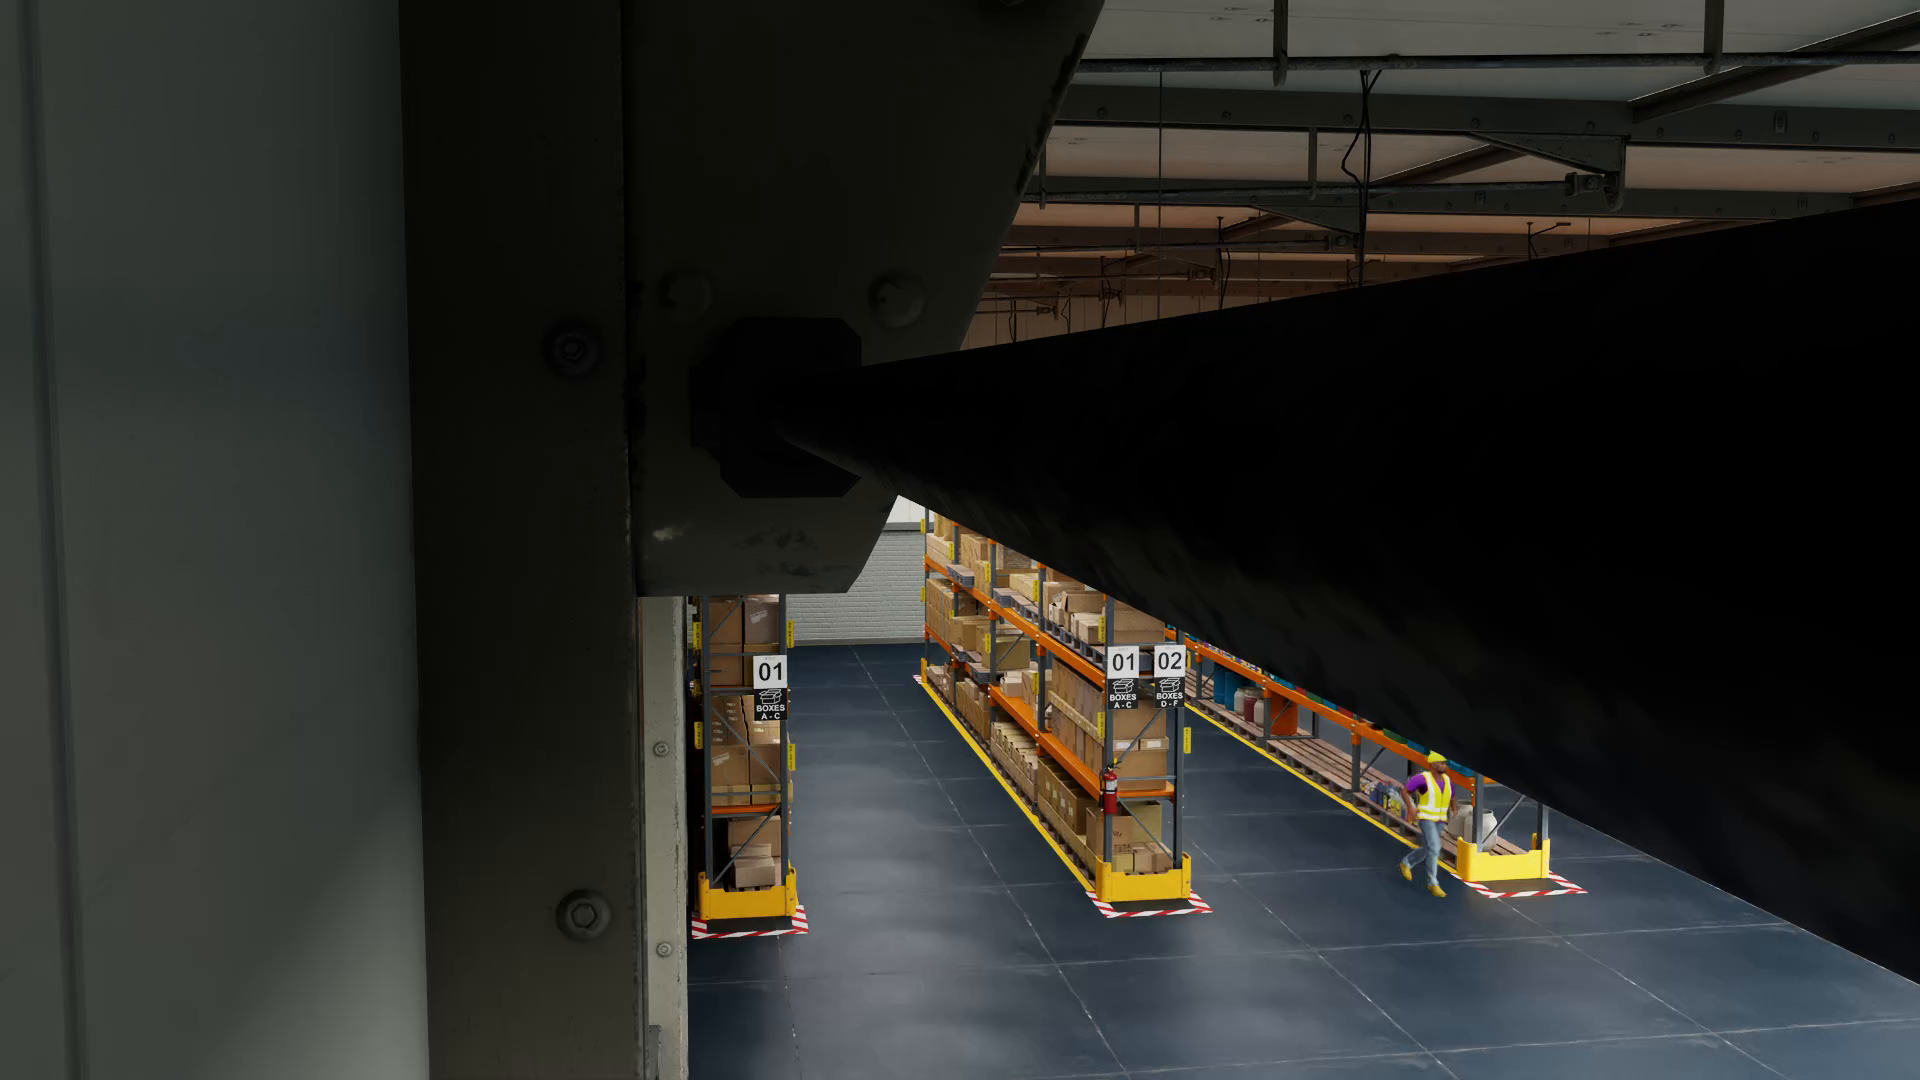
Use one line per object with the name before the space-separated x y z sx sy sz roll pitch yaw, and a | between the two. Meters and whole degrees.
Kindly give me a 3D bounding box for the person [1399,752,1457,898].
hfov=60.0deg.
person | 6.041 3.588 21.305 0.725 1.764 0.843 -3 6 -31
